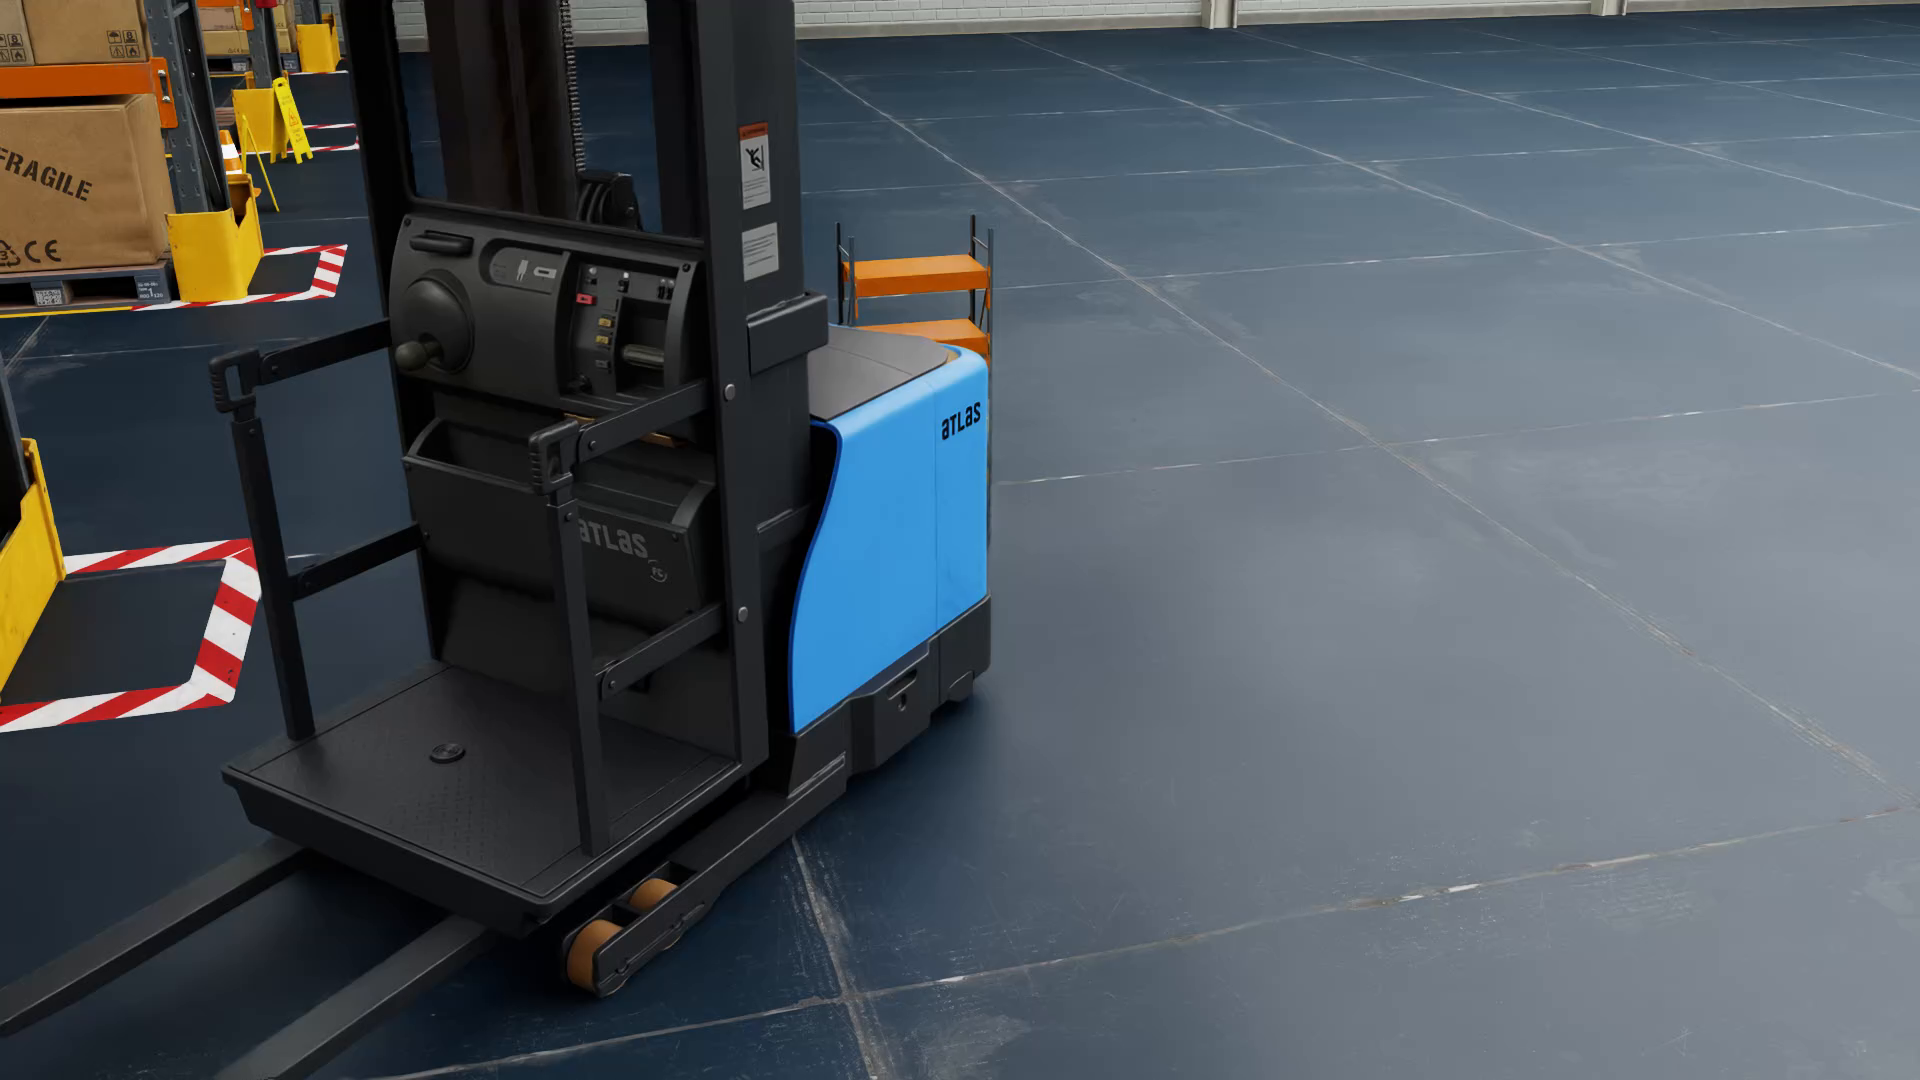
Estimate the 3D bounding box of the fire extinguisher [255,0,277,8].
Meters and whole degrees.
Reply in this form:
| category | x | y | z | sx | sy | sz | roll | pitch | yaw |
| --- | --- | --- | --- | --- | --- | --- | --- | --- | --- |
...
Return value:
| category | x | y | z | sx | sy | sz | roll | pitch | yaw |
| --- | --- | --- | --- | --- | --- | --- | --- | --- | --- |
| fire extinguisher | -5.601 | -4.613 | 13.295 | 0.183 | 0.674 | 0.296 | -6 | 24 | -14 |

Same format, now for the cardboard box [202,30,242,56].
| category | x | y | z | sx | sy | sz | roll | pitch | yaw |
| --- | --- | --- | --- | --- | --- | --- | --- | --- | --- |
| cardboard box | -8.028 | -5.406 | 17.998 | 0.500 | 0.250 | 0.500 | -6 | 24 | -14 |

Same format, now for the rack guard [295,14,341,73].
| category | x | y | z | sx | sy | sz | roll | pitch | yaw |
| --- | --- | --- | --- | --- | --- | --- | --- | --- | --- |
| rack guard | -7.157 | -5.549 | 18.549 | 0.348 | 0.500 | 1.175 | -6 | 24 | -14 |

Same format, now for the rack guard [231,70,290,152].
| category | x | y | z | sx | sy | sz | roll | pitch | yaw |
| --- | --- | --- | --- | --- | --- | --- | --- | --- | --- |
| rack guard | -5.909 | -3.655 | 14.133 | 0.348 | 0.500 | 1.175 | -6 | 24 | -14 |

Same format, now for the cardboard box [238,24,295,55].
| category | x | y | z | sx | sy | sz | roll | pitch | yaw |
| --- | --- | --- | --- | --- | --- | --- | --- | --- | --- |
| cardboard box | -7.547 | -5.455 | 18.113 | 0.500 | 0.250 | 0.500 | -6 | 24 | -14 |

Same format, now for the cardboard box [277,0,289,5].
| category | x | y | z | sx | sy | sz | roll | pitch | yaw |
| --- | --- | --- | --- | --- | --- | --- | --- | --- | --- |
| cardboard box | -7.539 | -5.917 | 17.922 | 0.500 | 0.250 | 0.500 | -5 | 24 | -13 |

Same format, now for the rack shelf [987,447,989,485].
| category | x | y | z | sx | sy | sz | roll | pitch | yaw |
| --- | --- | --- | --- | --- | --- | --- | --- | --- | --- |
| rack shelf | -0.159 | -0.289 | 6.077 | 0.480 | 0.148 | 0.258 | -6 | 24 | -14 |

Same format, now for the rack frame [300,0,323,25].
| category | x | y | z | sx | sy | sz | roll | pitch | yaw |
| --- | --- | --- | --- | --- | --- | --- | --- | --- | --- |
| rack frame | -7.180 | -6.696 | 18.050 | 0.127 | 3.000 | 1.000 | -6 | 24 | -14 |

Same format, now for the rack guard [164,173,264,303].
| category | x | y | z | sx | sy | sz | roll | pitch | yaw |
| --- | --- | --- | --- | --- | --- | --- | --- | --- | --- |
| rack guard | -4.378 | -1.797 | 9.803 | 0.348 | 0.500 | 1.175 | -6 | 24 | -14 |

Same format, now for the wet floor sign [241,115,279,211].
| category | x | y | z | sx | sy | sz | roll | pitch | yaw |
| --- | --- | --- | --- | --- | --- | --- | --- | --- | --- |
| wet floor sign | -4.908 | -2.616 | 11.528 | 0.232 | 0.644 | 0.267 | -11 | 25 | -23 |

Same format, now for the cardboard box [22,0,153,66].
| category | x | y | z | sx | sy | sz | roll | pitch | yaw |
| --- | --- | --- | --- | --- | --- | --- | --- | --- | --- |
| cardboard box | -4.746 | -2.955 | 9.143 | 0.550 | 0.550 | 0.875 | -6 | 24 | -14 |

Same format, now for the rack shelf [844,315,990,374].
| category | x | y | z | sx | sy | sz | roll | pitch | yaw |
| --- | --- | --- | --- | --- | --- | --- | --- | --- | --- |
| rack shelf | -0.159 | -0.677 | 5.911 | 0.480 | 0.148 | 0.258 | -6 | 24 | -14 |

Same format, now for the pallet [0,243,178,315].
| category | x | y | z | sx | sy | sz | roll | pitch | yaw |
| --- | --- | --- | --- | --- | --- | --- | --- | --- | --- |
| pallet | -5.150 | -1.546 | 9.587 | 1.213 | 0.211 | 1.003 | -6 | 24 | -14 |

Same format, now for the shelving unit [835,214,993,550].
| category | x | y | z | sx | sy | sz | roll | pitch | yaw |
| --- | --- | --- | --- | --- | --- | --- | --- | --- | --- |
| shelving unit | -0.159 | -0.534 | 5.972 | 0.503 | 1.200 | 0.258 | -6 | 24 | -14 |

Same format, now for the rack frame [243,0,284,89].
| category | x | y | z | sx | sy | sz | roll | pitch | yaw |
| --- | --- | --- | --- | --- | --- | --- | --- | --- | --- |
| rack frame | -5.836 | -4.811 | 13.659 | 0.127 | 3.000 | 1.000 | -6 | 24 | -14 |

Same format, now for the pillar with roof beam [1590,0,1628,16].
| category | x | y | z | sx | sy | sz | roll | pitch | yaw |
| --- | --- | --- | --- | --- | --- | --- | --- | --- | --- |
| pillar with roof beam | 10.400 | -10.003 | 18.151 | 0.400 | 9.000 | 9.100 | -6 | 24 | -14 |

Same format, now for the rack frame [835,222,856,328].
| category | x | y | z | sx | sy | sz | roll | pitch | yaw |
| --- | --- | --- | --- | --- | --- | --- | --- | --- | --- |
| rack frame | -0.394 | -0.508 | 5.912 | 0.015 | 1.200 | 0.240 | -6 | 24 | -14 |

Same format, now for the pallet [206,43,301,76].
| category | x | y | z | sx | sy | sz | roll | pitch | yaw |
| --- | --- | --- | --- | --- | --- | --- | --- | --- | --- |
| pallet | -7.905 | -5.317 | 18.373 | 1.213 | 0.211 | 1.003 | -6 | 24 | -14 |

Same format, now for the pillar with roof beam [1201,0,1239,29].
| category | x | y | z | sx | sy | sz | roll | pitch | yaw |
| --- | --- | --- | --- | --- | --- | --- | --- | --- | --- |
| pillar with roof beam | 4.623 | -9.364 | 16.662 | 0.400 | 9.000 | 9.100 | -6 | 24 | -14 |

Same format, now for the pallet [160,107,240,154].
| category | x | y | z | sx | sy | sz | roll | pitch | yaw |
| --- | --- | --- | --- | --- | --- | --- | --- | --- | --- |
| pallet | -6.701 | -3.449 | 14.020 | 1.213 | 0.211 | 1.003 | -6 | 24 | -14 |

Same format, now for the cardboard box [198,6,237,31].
| category | x | y | z | sx | sy | sz | roll | pitch | yaw |
| --- | --- | --- | --- | --- | --- | --- | --- | --- | --- |
| cardboard box | -8.050 | -5.635 | 17.899 | 0.500 | 0.250 | 0.500 | -7 | 24 | -15 |

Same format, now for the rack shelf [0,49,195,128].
| category | x | y | z | sx | sy | sz | roll | pitch | yaw |
| --- | --- | --- | --- | --- | --- | --- | --- | --- | --- |
| rack shelf | -6.327 | -2.399 | 8.950 | 4.000 | 0.370 | 1.077 | -6 | 24 | -14 |

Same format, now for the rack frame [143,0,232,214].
| category | x | y | z | sx | sy | sz | roll | pitch | yaw |
| --- | --- | --- | --- | --- | --- | --- | --- | --- | --- |
| rack frame | -4.401 | -2.943 | 9.304 | 0.127 | 3.000 | 1.000 | -6 | 24 | -14 |

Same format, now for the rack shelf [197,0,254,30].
| category | x | y | z | sx | sy | sz | roll | pitch | yaw |
| --- | --- | --- | --- | --- | --- | --- | --- | --- | --- |
| rack shelf | -7.761 | -4.268 | 13.305 | 4.000 | 0.370 | 1.077 | -6 | 24 | -14 |

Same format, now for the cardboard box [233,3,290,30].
| category | x | y | z | sx | sy | sz | roll | pitch | yaw |
| --- | --- | --- | --- | --- | --- | --- | --- | --- | --- |
| cardboard box | -7.564 | -5.684 | 18.014 | 0.500 | 0.250 | 0.500 | -7 | 24 | -15 |

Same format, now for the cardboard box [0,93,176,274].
| category | x | y | z | sx | sy | sz | roll | pitch | yaw |
| --- | --- | --- | --- | --- | --- | --- | --- | --- | --- |
| cardboard box | -5.036 | -2.062 | 9.414 | 0.875 | 0.875 | 0.875 | -6 | 24 | -14 |

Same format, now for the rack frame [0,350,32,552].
| category | x | y | z | sx | sy | sz | roll | pitch | yaw |
| --- | --- | --- | --- | --- | --- | --- | --- | --- | --- |
| rack frame | -3.159 | -1.049 | 4.891 | 0.127 | 3.000 | 1.000 | -6 | 24 | -14 |

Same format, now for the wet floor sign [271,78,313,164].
| category | x | y | z | sx | sy | sz | roll | pitch | yaw |
| --- | --- | --- | --- | --- | --- | --- | --- | --- | --- |
| wet floor sign | -5.364 | -3.343 | 13.224 | 0.232 | 0.644 | 0.267 | 2 | 23 | 4 |

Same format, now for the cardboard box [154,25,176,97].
| category | x | y | z | sx | sy | sz | roll | pitch | yaw |
| --- | --- | --- | --- | --- | --- | --- | --- | --- | --- |
| cardboard box | -6.537 | -3.901 | 13.541 | 0.500 | 0.500 | 0.500 | -6 | 24 | -14 |

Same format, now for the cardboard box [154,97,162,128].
| category | x | y | z | sx | sy | sz | roll | pitch | yaw |
| --- | --- | --- | --- | --- | --- | --- | --- | --- | --- |
| cardboard box | -6.564 | -3.550 | 13.674 | 0.500 | 0.250 | 0.500 | -6 | 24 | -15 |

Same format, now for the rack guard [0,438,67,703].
| category | x | y | z | sx | sy | sz | roll | pitch | yaw |
| --- | --- | --- | --- | --- | --- | --- | --- | --- | --- |
| rack guard | -3.232 | 0.108 | 5.365 | 0.348 | 0.500 | 1.175 | -6 | 24 | -14 |

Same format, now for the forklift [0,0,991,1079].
| category | x | y | z | sx | sy | sz | roll | pitch | yaw |
| --- | --- | --- | --- | --- | --- | --- | --- | --- | --- |
| forklift | -1.099 | -0.512 | 3.726 | 1.130 | 2.935 | 3.031 | 13 | 27 | 28 |

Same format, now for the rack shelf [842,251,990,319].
| category | x | y | z | sx | sy | sz | roll | pitch | yaw |
| --- | --- | --- | --- | --- | --- | --- | --- | --- | --- |
| rack shelf | -0.159 | -0.895 | 5.817 | 0.480 | 0.148 | 0.258 | -6 | 24 | -14 |

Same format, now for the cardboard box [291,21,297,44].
| category | x | y | z | sx | sy | sz | roll | pitch | yaw |
| --- | --- | --- | --- | --- | --- | --- | --- | --- | --- |
| cardboard box | -7.706 | -5.647 | 18.561 | 0.500 | 0.250 | 0.500 | -6 | 24 | -14 |

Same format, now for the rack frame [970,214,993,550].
| category | x | y | z | sx | sy | sz | roll | pitch | yaw |
| --- | --- | --- | --- | --- | --- | --- | --- | --- | --- |
| rack frame | 0.076 | -0.560 | 6.033 | 0.015 | 1.200 | 0.240 | -6 | 24 | -14 |

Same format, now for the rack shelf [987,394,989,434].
| category | x | y | z | sx | sy | sz | roll | pitch | yaw |
| --- | --- | --- | --- | --- | --- | --- | --- | --- | --- |
| rack shelf | -0.159 | -0.472 | 5.999 | 0.480 | 0.148 | 0.258 | -6 | 24 | -14 |

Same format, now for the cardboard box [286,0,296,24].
| category | x | y | z | sx | sy | sz | roll | pitch | yaw |
| --- | --- | --- | --- | --- | --- | --- | --- | --- | --- |
| cardboard box | -7.689 | -5.883 | 18.478 | 0.500 | 0.250 | 0.500 | -6 | 24 | -13 |

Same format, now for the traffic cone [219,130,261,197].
| category | x | y | z | sx | sy | sz | roll | pitch | yaw |
| --- | --- | --- | --- | --- | --- | --- | --- | --- | --- |
| traffic cone | -5.274 | -2.725 | 12.014 | 0.334 | 0.463 | 0.336 | -6 | 24 | -14 |

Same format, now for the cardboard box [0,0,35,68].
| category | x | y | z | sx | sy | sz | roll | pitch | yaw |
| --- | --- | --- | --- | --- | --- | --- | --- | --- | --- |
| cardboard box | -5.270 | -2.888 | 8.987 | 0.550 | 0.550 | 0.875 | -6 | 24 | -14 |
